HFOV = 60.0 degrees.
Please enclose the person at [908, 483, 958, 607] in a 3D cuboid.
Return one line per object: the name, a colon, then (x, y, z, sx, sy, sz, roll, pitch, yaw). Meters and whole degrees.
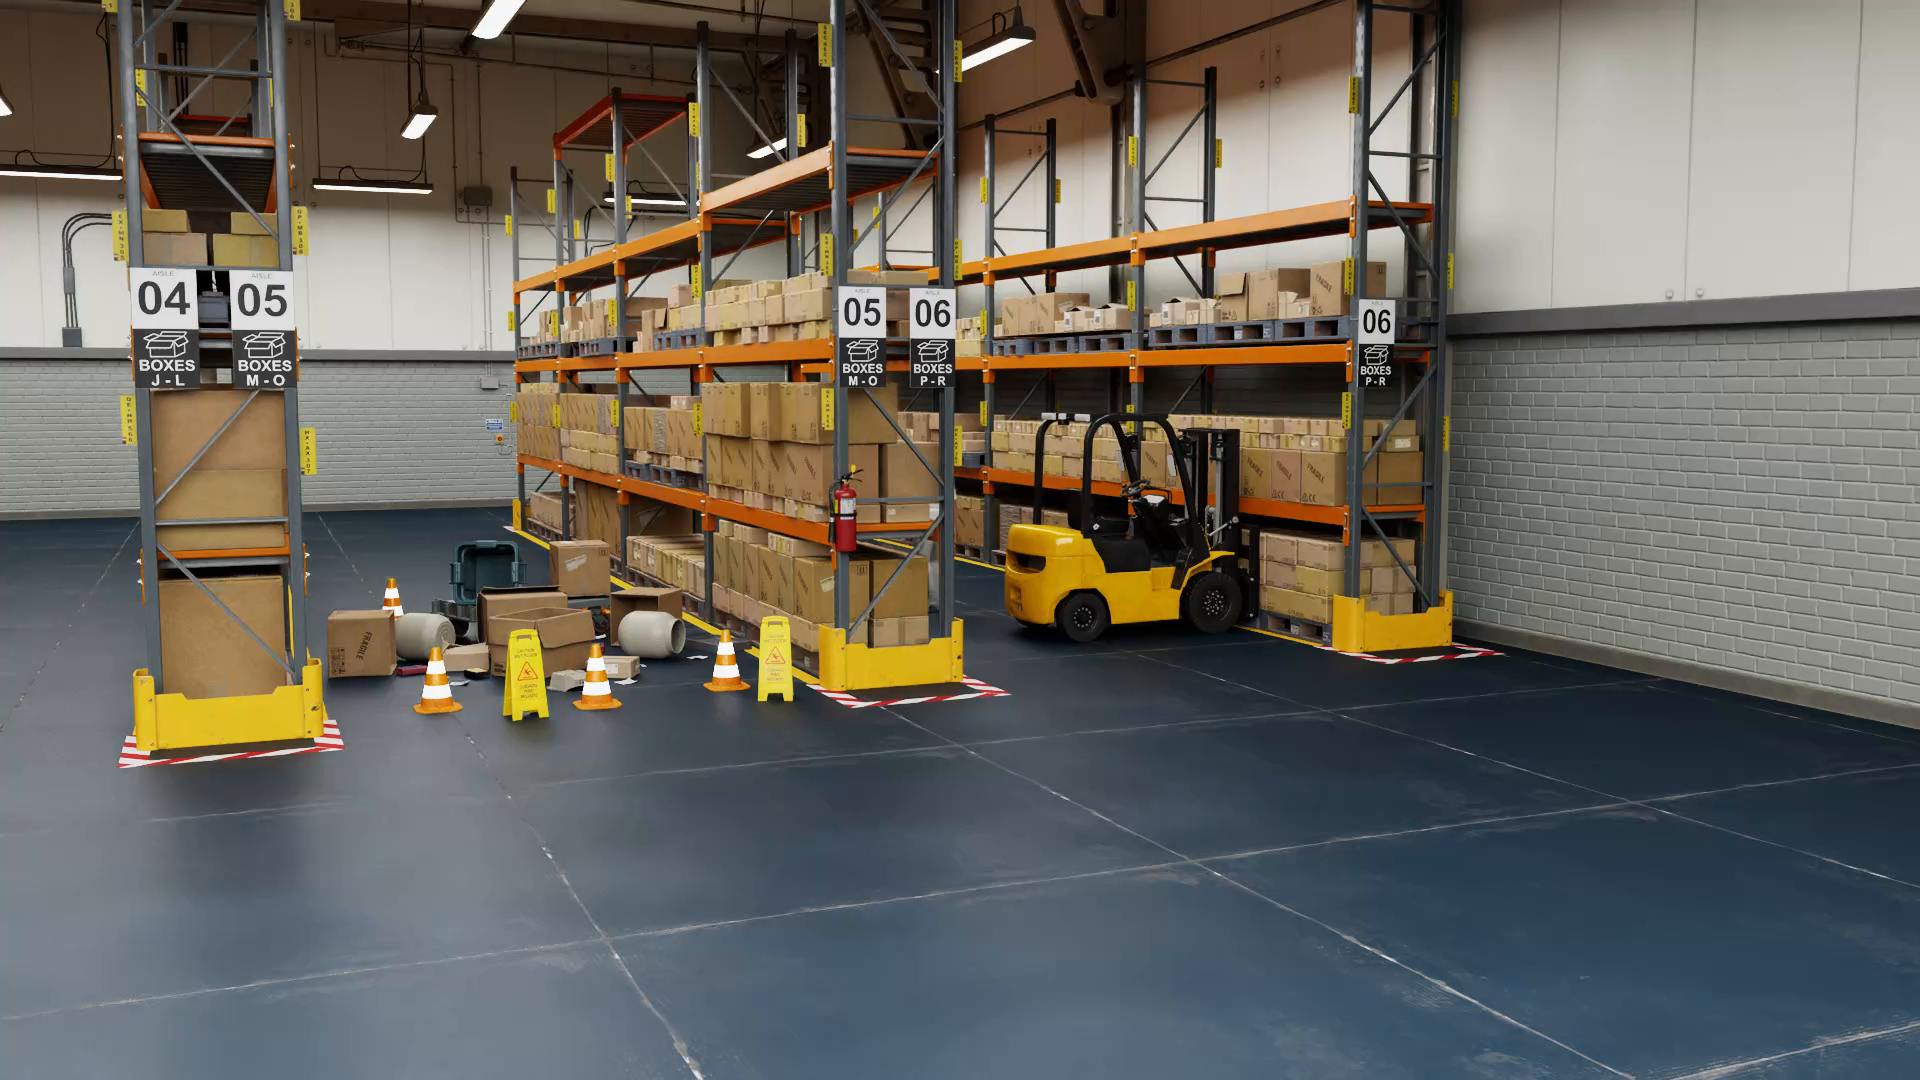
person: (-0.291, -0.129, 18.078, 0.602, 1.740, 0.593, -3, 6, -26)
